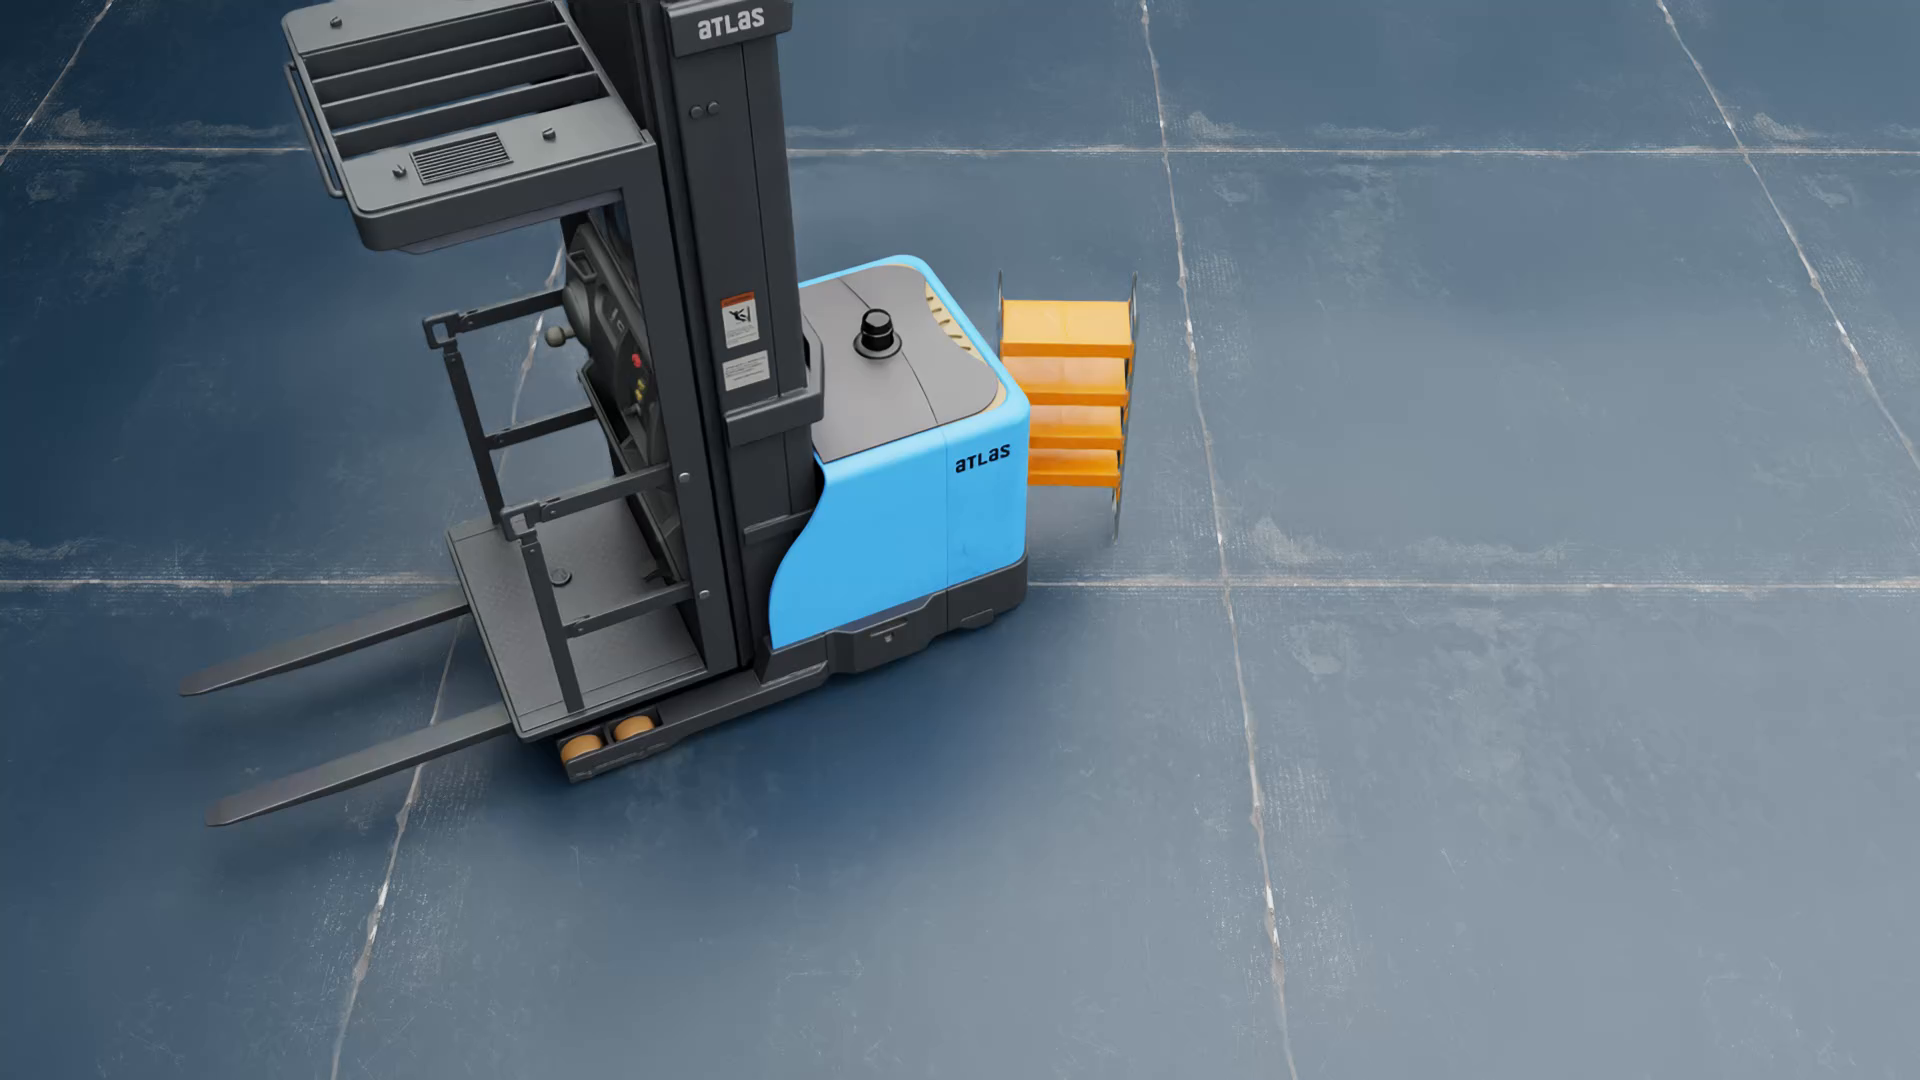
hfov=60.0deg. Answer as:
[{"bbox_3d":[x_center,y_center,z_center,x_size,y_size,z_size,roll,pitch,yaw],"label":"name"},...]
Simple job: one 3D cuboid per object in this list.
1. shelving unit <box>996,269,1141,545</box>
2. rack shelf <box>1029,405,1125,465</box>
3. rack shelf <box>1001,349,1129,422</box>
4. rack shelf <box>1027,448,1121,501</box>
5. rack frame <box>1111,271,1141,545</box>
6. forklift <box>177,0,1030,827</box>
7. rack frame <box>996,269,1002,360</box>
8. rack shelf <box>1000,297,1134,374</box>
[{"bbox_3d":[0.387,-0.481,6.378,0.503,1.200,0.258,1,47,1],"label":"shelving unit"},{"bbox_3d":[0.387,-0.435,6.427,0.480,0.148,0.258,1,47,1],"label":"rack shelf"},{"bbox_3d":[0.387,-0.587,6.263,0.480,0.148,0.258,1,47,1],"label":"rack shelf"},{"bbox_3d":[0.387,-0.300,6.572,0.480,0.148,0.258,1,47,1],"label":"rack shelf"},{"bbox_3d":[0.631,-0.476,6.374,0.015,1.200,0.240,1,47,1],"label":"rack frame"},{"bbox_3d":[-1.298,-0.588,5.295,3.031,2.935,1.130,-19,50,-17],"label":"forklift"},{"bbox_3d":[0.143,-0.485,6.382,0.015,1.200,0.240,1,47,1],"label":"rack frame"},{"bbox_3d":[0.387,-0.749,6.090,0.480,0.148,0.258,1,47,1],"label":"rack shelf"}]
